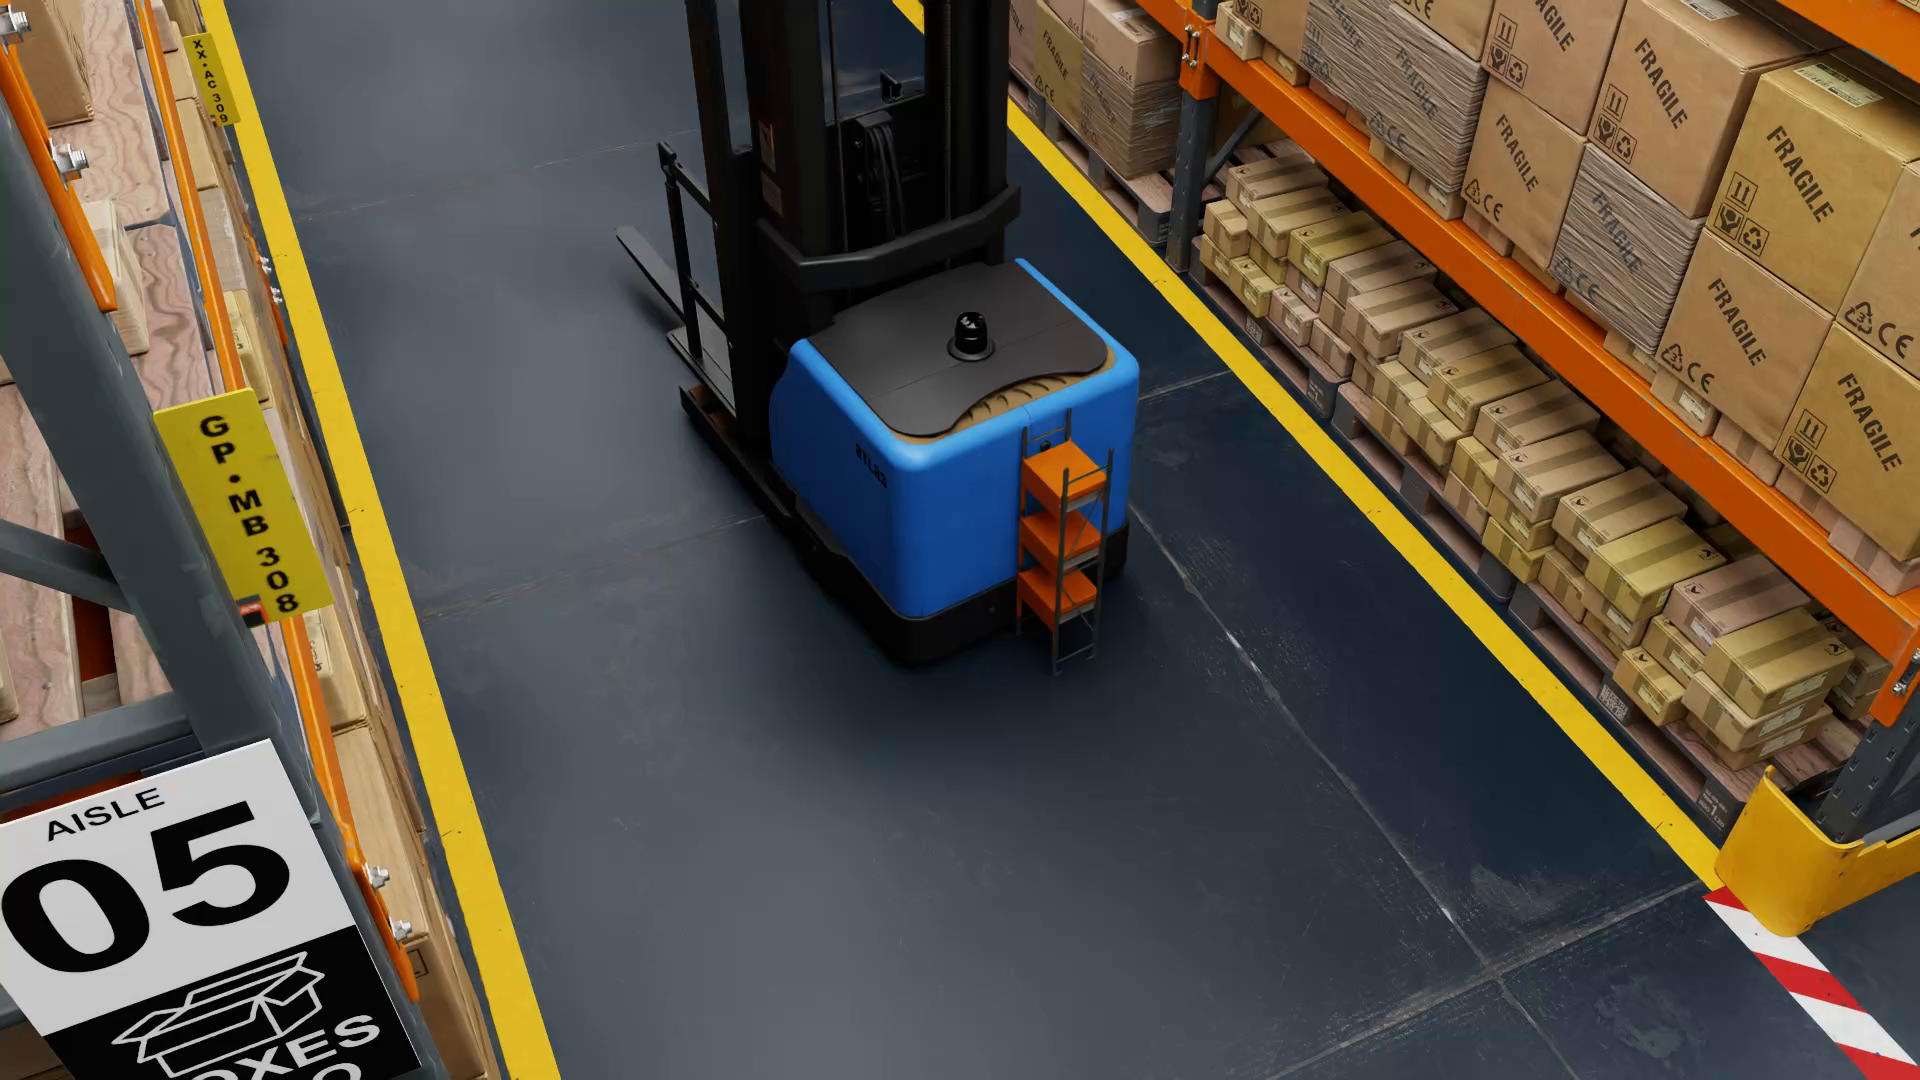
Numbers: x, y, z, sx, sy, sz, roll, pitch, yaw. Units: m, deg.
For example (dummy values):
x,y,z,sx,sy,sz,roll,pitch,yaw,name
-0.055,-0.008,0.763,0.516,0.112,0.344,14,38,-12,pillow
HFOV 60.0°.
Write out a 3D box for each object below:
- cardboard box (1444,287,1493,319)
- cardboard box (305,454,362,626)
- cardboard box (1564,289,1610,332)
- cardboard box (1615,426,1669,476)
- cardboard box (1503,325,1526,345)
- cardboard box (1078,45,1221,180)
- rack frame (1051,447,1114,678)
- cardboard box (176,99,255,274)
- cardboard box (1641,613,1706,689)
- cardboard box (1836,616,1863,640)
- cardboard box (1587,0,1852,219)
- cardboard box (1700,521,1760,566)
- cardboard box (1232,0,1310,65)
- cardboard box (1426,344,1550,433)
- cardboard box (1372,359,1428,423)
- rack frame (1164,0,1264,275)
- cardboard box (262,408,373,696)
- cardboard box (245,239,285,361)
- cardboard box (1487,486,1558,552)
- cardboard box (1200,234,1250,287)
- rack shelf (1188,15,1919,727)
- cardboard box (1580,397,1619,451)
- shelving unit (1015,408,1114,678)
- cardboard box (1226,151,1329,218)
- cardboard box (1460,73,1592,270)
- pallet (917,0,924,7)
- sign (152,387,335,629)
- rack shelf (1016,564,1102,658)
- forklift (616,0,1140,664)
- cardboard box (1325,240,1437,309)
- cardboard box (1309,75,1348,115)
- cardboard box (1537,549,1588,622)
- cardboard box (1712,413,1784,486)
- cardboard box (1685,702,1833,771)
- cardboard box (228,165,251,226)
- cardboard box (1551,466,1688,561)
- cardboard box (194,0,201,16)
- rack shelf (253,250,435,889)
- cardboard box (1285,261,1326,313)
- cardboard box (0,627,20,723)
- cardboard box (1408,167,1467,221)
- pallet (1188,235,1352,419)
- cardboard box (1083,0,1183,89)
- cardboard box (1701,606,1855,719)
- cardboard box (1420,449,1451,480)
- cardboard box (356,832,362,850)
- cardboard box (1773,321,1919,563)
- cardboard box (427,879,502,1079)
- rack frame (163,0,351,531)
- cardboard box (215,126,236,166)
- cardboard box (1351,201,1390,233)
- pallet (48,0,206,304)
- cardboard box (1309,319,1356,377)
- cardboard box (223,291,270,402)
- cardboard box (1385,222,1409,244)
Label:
x,y,z,sx,sy,sz,roll,pitch,yaw,name
2.296,-0.990,7.137,0.380,0.149,0.250,-17,47,-16,cardboard box
-1.890,0.155,4.386,0.500,0.500,0.500,-17,47,-16,cardboard box
2.306,-0.869,5.674,0.380,0.149,0.250,-20,48,-19,cardboard box
2.747,-0.419,6.347,0.380,0.149,0.250,-16,47,-16,cardboard box
2.481,-0.923,6.857,0.380,0.149,0.250,-20,48,-19,cardboard box
0.940,-2.193,8.318,0.500,0.500,0.500,-19,48,-18,cardboard box
0.429,0.102,5.899,0.200,1.050,0.008,-24,49,-22,rack frame
-2.314,-0.856,4.699,0.500,0.500,0.500,-19,48,-18,cardboard box
2.620,0.338,5.791,0.380,0.149,0.250,-19,48,-18,cardboard box
3.250,0.232,5.686,0.380,0.149,0.250,-20,48,-19,cardboard box
2.304,-1.354,4.992,0.500,0.500,0.500,-16,47,-15,cardboard box
2.927,0.042,6.091,0.380,0.149,0.250,-17,47,-17,cardboard box
1.459,-2.288,6.650,0.500,0.500,0.500,-19,48,-18,cardboard box
2.071,-0.598,6.528,0.380,0.149,0.250,-18,47,-17,cardboard box
1.919,-0.637,6.779,0.380,0.149,0.250,-18,48,-18,cardboard box
1.480,-2.536,7.185,1.000,3.000,0.127,-18,47,-17,rack frame
-1.677,0.105,3.725,0.500,0.500,0.500,-18,48,-18,cardboard box
-2.542,-0.825,5.380,0.500,0.500,0.500,-18,47,-17,cardboard box
2.231,-0.136,6.272,0.380,0.149,0.250,-17,47,-17,cardboard box
1.341,-1.344,7.707,0.380,0.149,0.250,-20,48,-19,cardboard box
2.321,-1.005,6.146,1.077,0.370,4.000,-18,47,-17,rack shelf
2.568,-0.455,6.595,0.380,0.149,0.250,-16,47,-15,cardboard box
0.364,0.030,5.972,0.215,1.050,0.252,-24,49,-22,shelving unit
1.437,-1.602,7.545,0.380,0.149,0.250,-16,47,-16,cardboard box
2.105,-1.310,5.659,0.500,0.500,0.500,-16,47,-15,cardboard box
0.125,-3.594,10.242,1.003,0.211,1.213,-18,47,-17,pallet
-0.781,-0.028,1.828,0.100,0.325,0.005,-18,47,-17,sign
0.364,0.235,6.175,0.215,0.259,0.240,-24,49,-22,rack shelf
-0.556,-1.598,6.283,1.130,2.935,3.031,-24,49,-22,forklift
1.780,-1.103,7.039,0.380,0.149,0.250,-19,48,-18,cardboard box
1.638,-1.872,6.691,0.380,0.149,0.250,-20,48,-19,cardboard box
2.403,0.123,6.220,0.380,0.149,0.250,-18,47,-17,cardboard box
2.579,-0.347,5.145,0.380,0.149,0.250,-18,48,-18,cardboard box
2.751,0.604,5.733,0.380,0.149,0.250,-17,47,-17,cardboard box
-2.914,-1.315,6.054,0.500,0.250,0.500,-19,48,-18,cardboard box
2.380,-0.084,6.007,0.380,0.149,0.250,-20,48,-19,cardboard box
-4.879,-3.136,9.364,0.950,0.372,0.625,-21,48,-20,cardboard box
-2.128,0.521,4.599,1.077,0.370,4.000,-18,47,-17,rack shelf
1.665,-1.172,7.321,0.380,0.149,0.250,-18,47,-18,cardboard box
-1.558,0.080,2.135,0.500,0.250,0.500,-22,49,-21,cardboard box
1.900,-1.345,6.156,0.380,0.149,0.250,-16,47,-16,cardboard box
1.794,-1.126,7.741,1.003,0.211,1.213,-18,47,-17,pallet
0.937,-2.463,8.057,0.500,0.250,0.500,-19,48,-18,cardboard box
2.709,0.404,5.512,0.380,0.149,0.250,-18,47,-17,cardboard box
2.104,-0.384,6.735,0.380,0.149,0.250,-17,47,-16,cardboard box
-1.185,0.609,2.752,0.380,0.149,0.250,-17,47,-17,cardboard box
2.739,-0.339,4.675,0.500,0.500,0.500,-17,47,-17,cardboard box
-1.228,1.113,3.415,0.500,0.500,0.500,-18,48,-18,cardboard box
-2.969,-1.010,5.638,1.000,3.000,0.127,-18,47,-17,rack frame
-2.898,-1.498,5.883,0.500,0.250,0.500,-19,48,-19,cardboard box
2.026,-1.501,7.655,0.380,0.149,0.250,-20,48,-19,cardboard box
-2.125,-0.745,3.297,1.003,0.211,1.213,-18,47,-17,pallet
1.757,-0.884,7.241,0.380,0.149,0.250,-19,48,-18,cardboard box
-1.799,-0.392,3.767,0.380,0.149,0.250,-19,48,-18,cardboard box
2.120,-1.425,7.366,0.380,0.149,0.250,-18,48,-18,cardboard box
